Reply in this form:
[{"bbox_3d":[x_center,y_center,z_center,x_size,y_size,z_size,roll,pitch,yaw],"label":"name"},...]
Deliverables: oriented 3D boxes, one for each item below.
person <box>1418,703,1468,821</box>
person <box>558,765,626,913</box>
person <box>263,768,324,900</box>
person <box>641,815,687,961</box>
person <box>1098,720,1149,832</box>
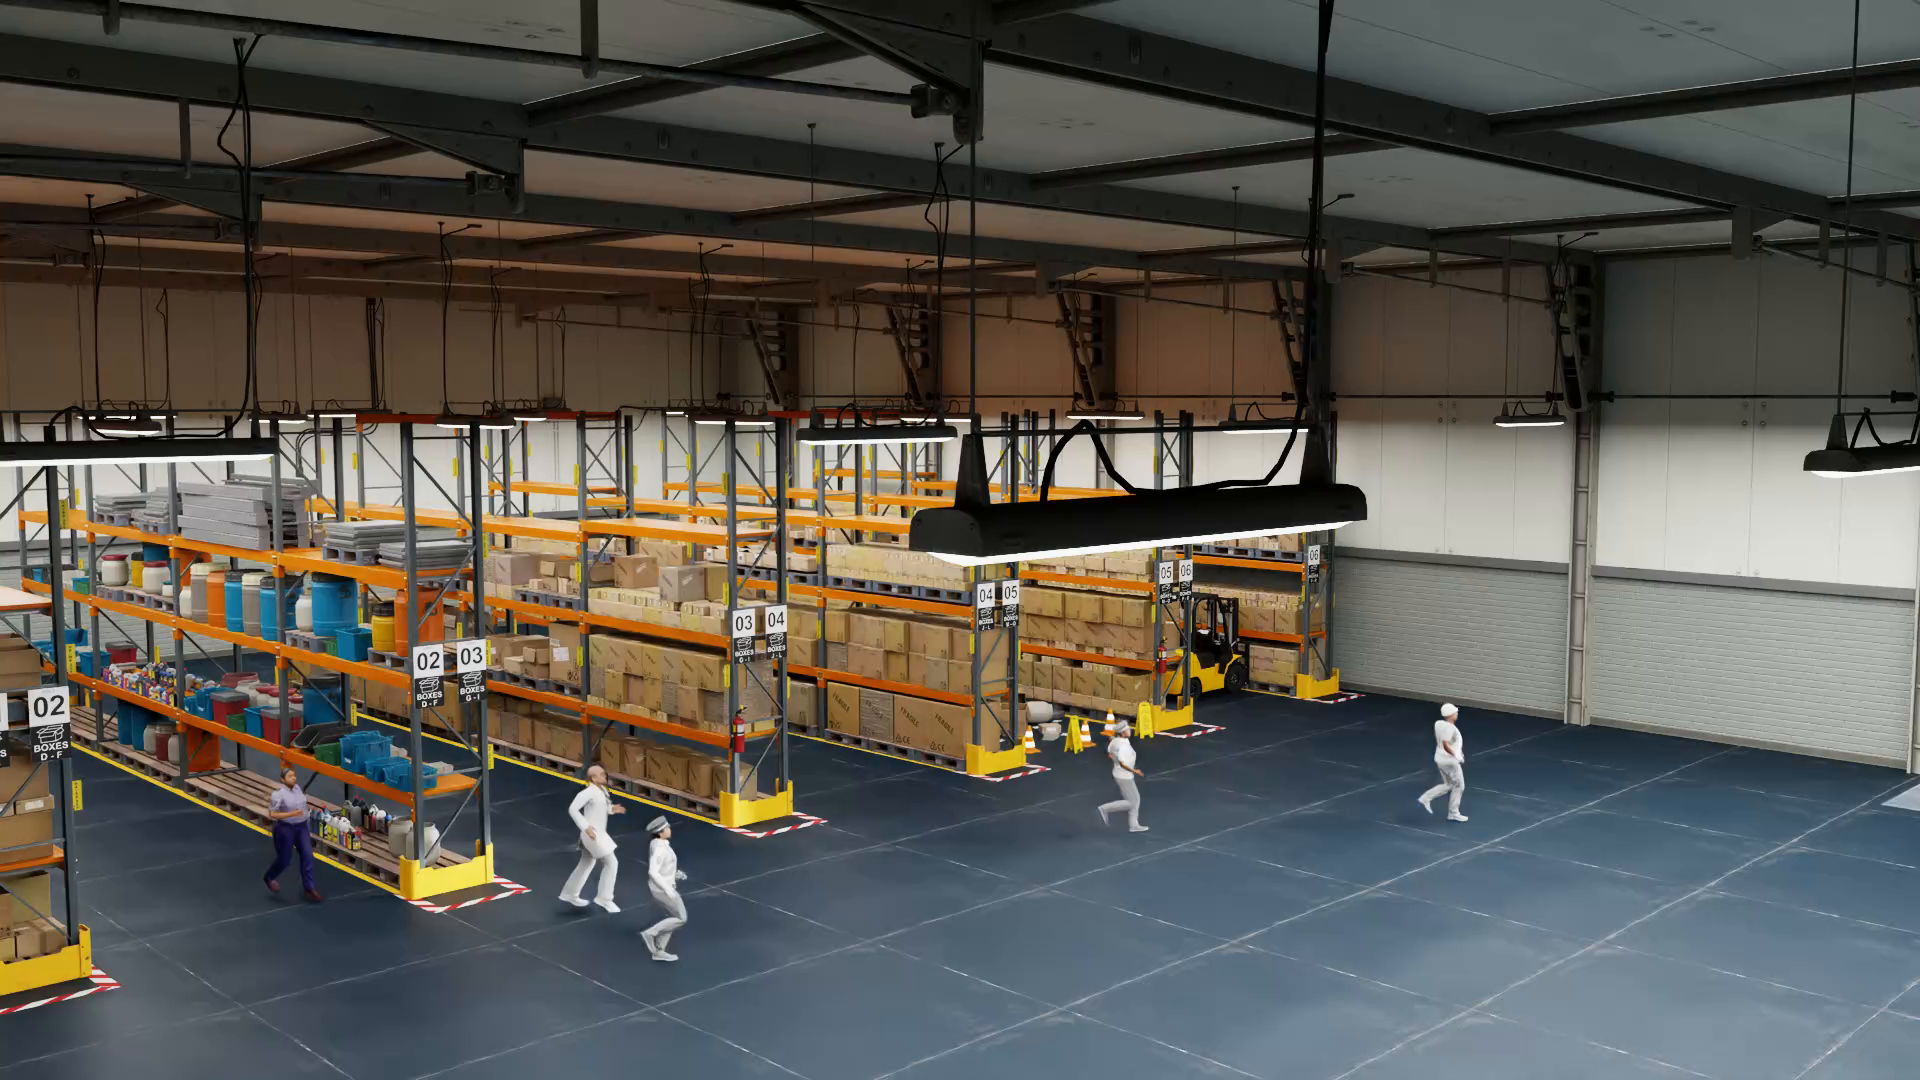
[{"bbox_3d":[7.217,3.307,24.720,0.735,1.764,0.683,0,5,-3],"label":"person"},{"bbox_3d":[-4.529,3.680,20.445,0.834,1.850,0.691,-1,5,-8],"label":"person"},{"bbox_3d":[-8.399,3.672,20.889,0.904,1.642,0.608,3,6,30],"label":"person"},{"bbox_3d":[-3.316,3.900,18.615,0.546,1.657,0.621,-2,5,-18],"label":"person"},{"bbox_3d":[2.359,3.423,24.090,0.773,1.653,0.593,-1,5,-8],"label":"person"}]
